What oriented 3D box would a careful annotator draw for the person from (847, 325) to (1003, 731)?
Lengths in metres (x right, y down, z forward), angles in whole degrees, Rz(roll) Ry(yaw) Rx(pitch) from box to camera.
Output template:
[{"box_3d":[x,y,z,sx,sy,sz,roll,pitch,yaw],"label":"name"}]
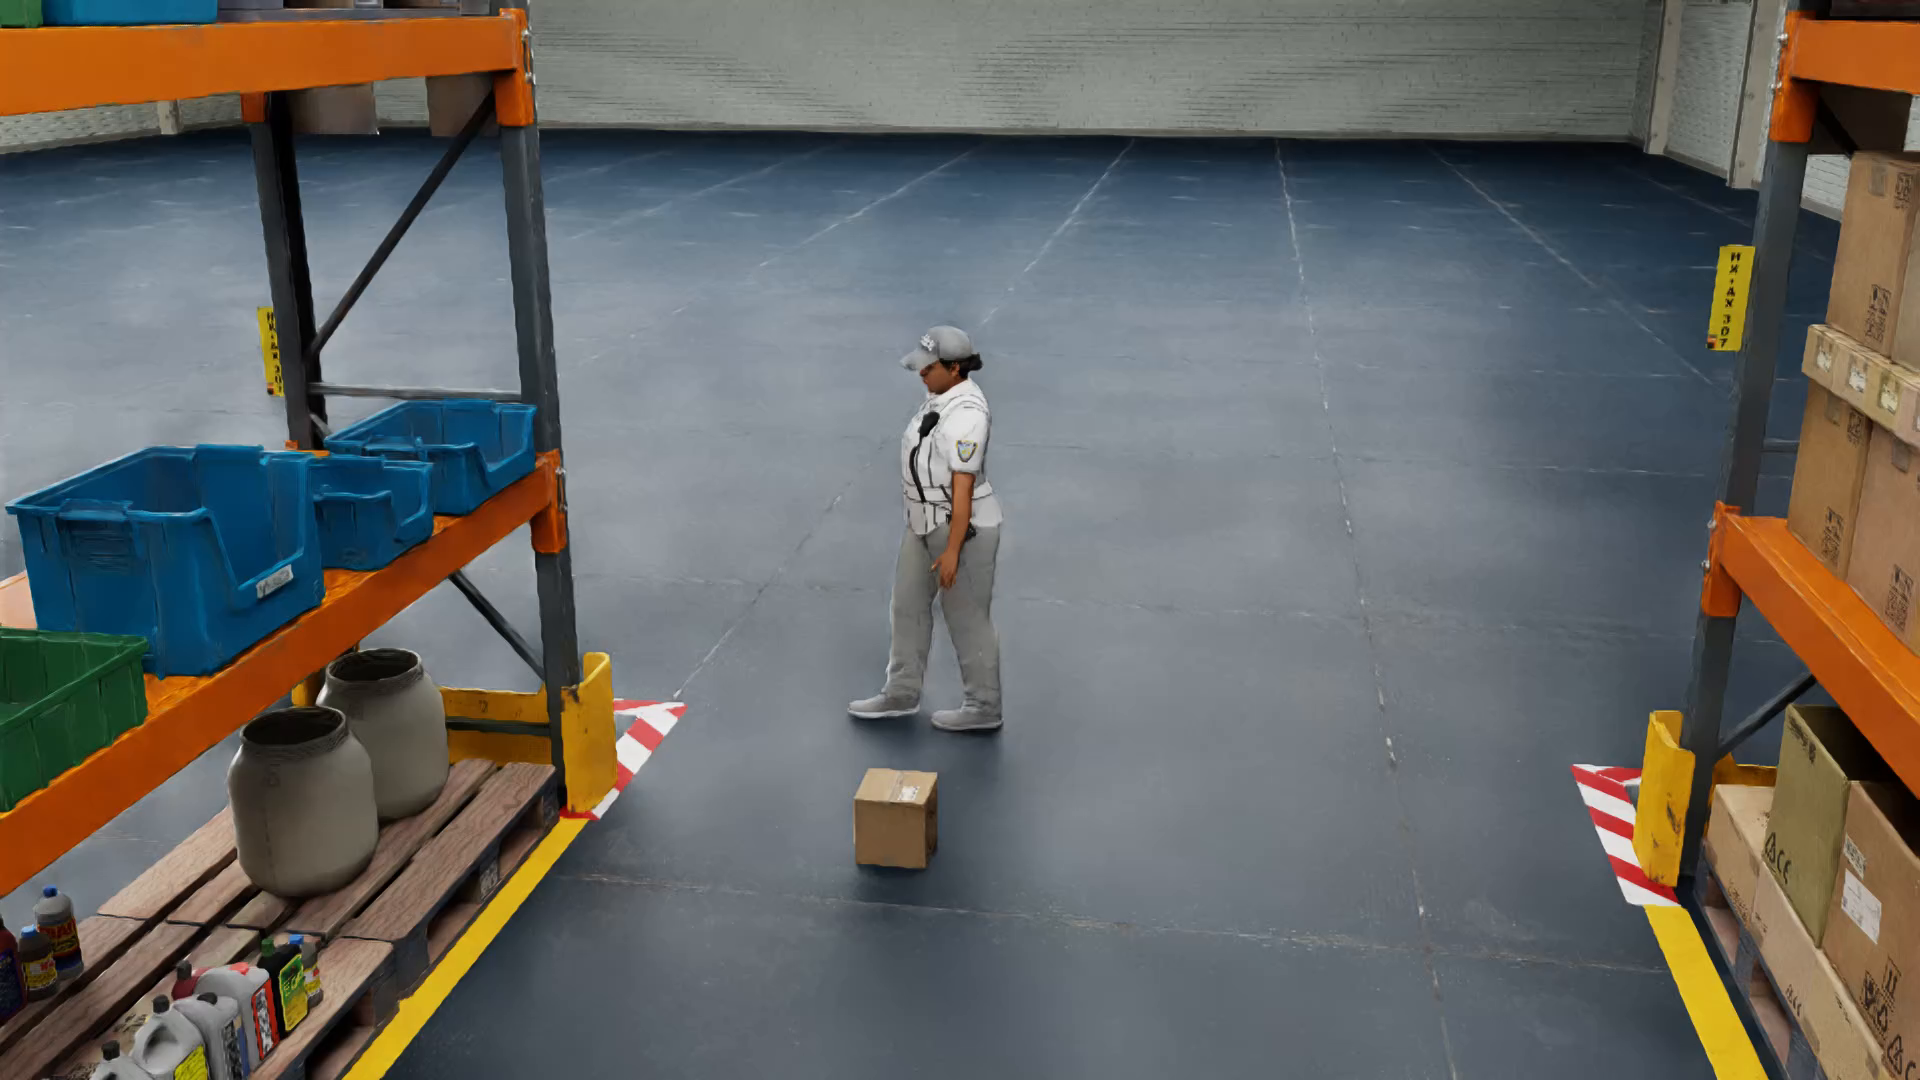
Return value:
[{"box_3d":[-0.137,-0.025,6.610,0.593,1.666,0.569,-6,19,-18],"label":"person"}]
